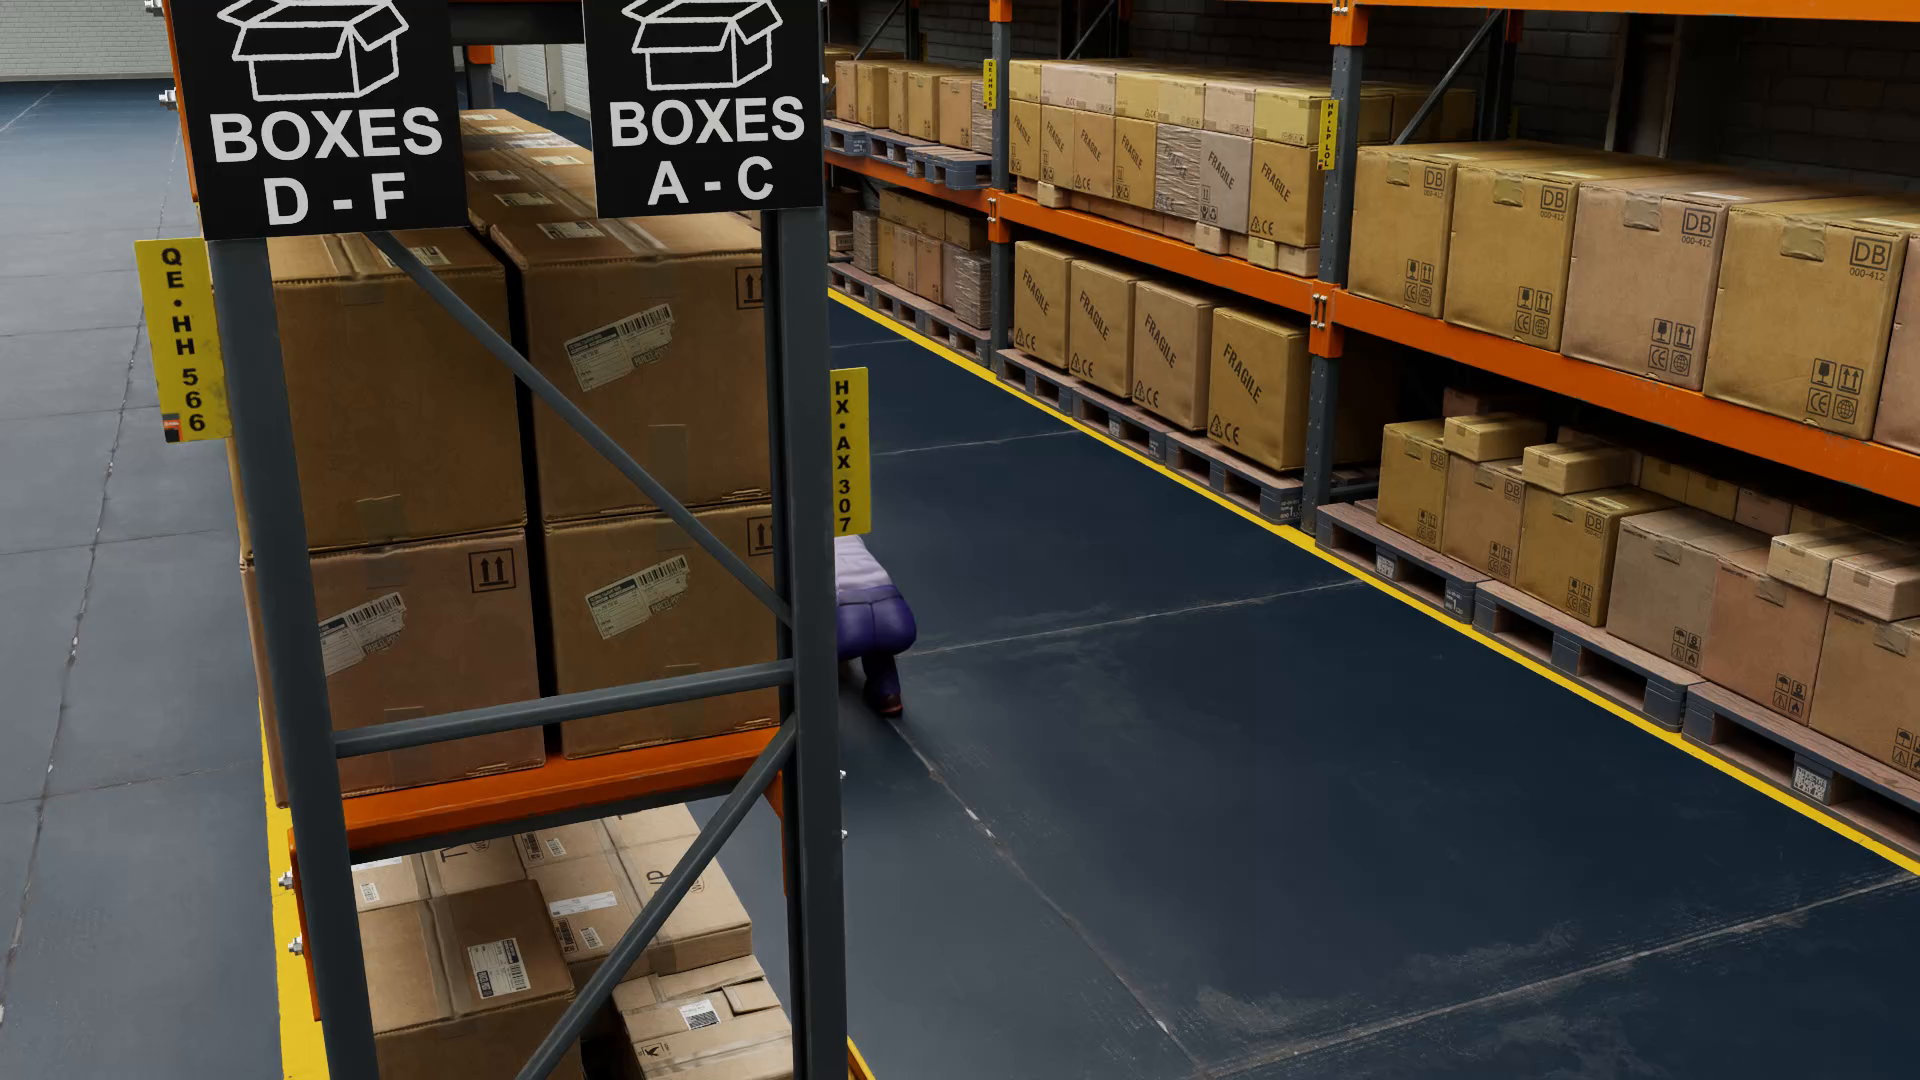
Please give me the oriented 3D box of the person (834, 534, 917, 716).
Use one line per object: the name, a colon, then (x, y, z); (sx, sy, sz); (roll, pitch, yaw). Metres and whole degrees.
person: (-0.513, 0.309, 6.667); (0.517, 0.785, 0.866); (-9, 21, -23)
